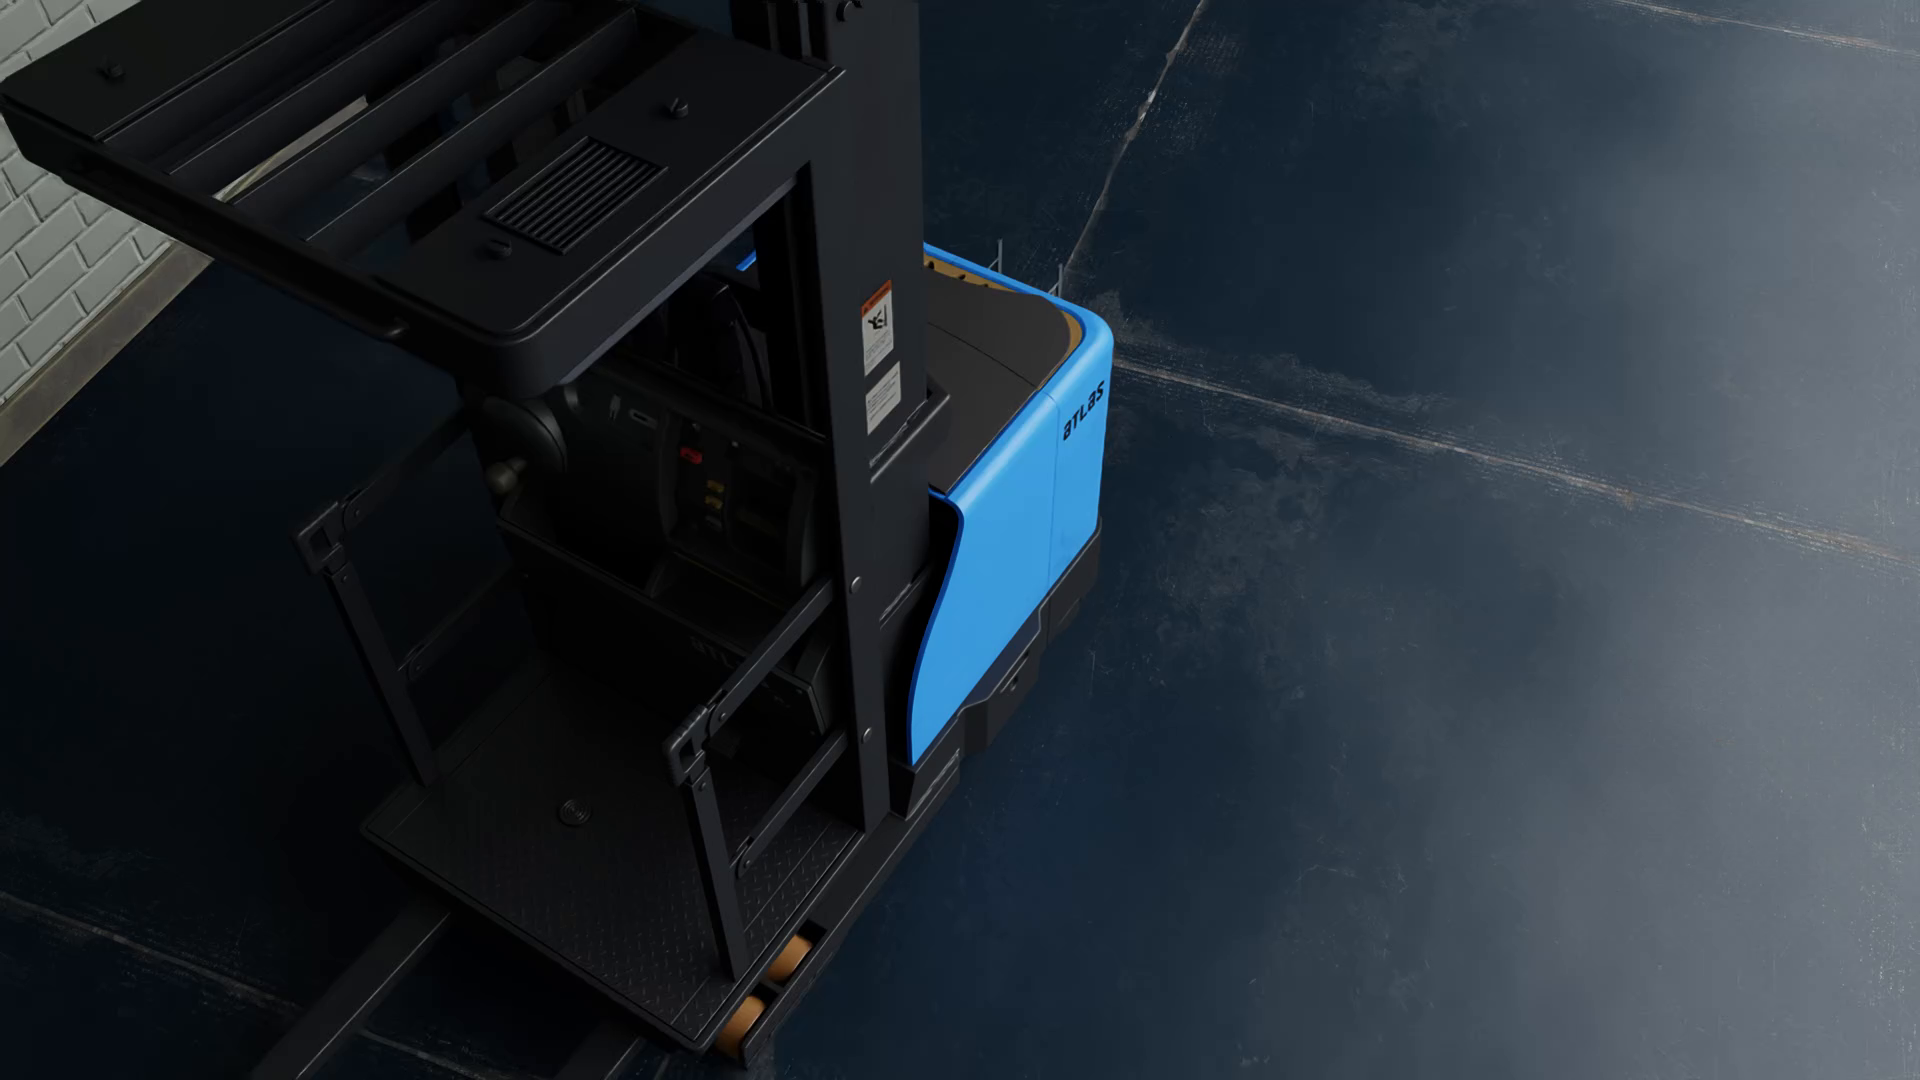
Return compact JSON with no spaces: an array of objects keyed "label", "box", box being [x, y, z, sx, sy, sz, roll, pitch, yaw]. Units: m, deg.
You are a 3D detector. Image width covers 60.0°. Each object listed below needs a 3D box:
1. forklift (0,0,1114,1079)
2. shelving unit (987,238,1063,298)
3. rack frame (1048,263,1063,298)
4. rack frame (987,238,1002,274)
[{"label":"forklift","box":[-0.798,-0.085,3.384,1.130,2.935,3.031,26,54,21]},{"label":"shelving unit","box":[0.140,-0.460,5.052,0.210,0.900,0.258,26,54,21]},{"label":"rack frame","box":[0.225,-0.418,5.016,0.006,0.900,0.240,26,54,21]},{"label":"rack frame","box":[0.054,-0.501,5.088,0.006,0.900,0.240,26,54,21]}]
